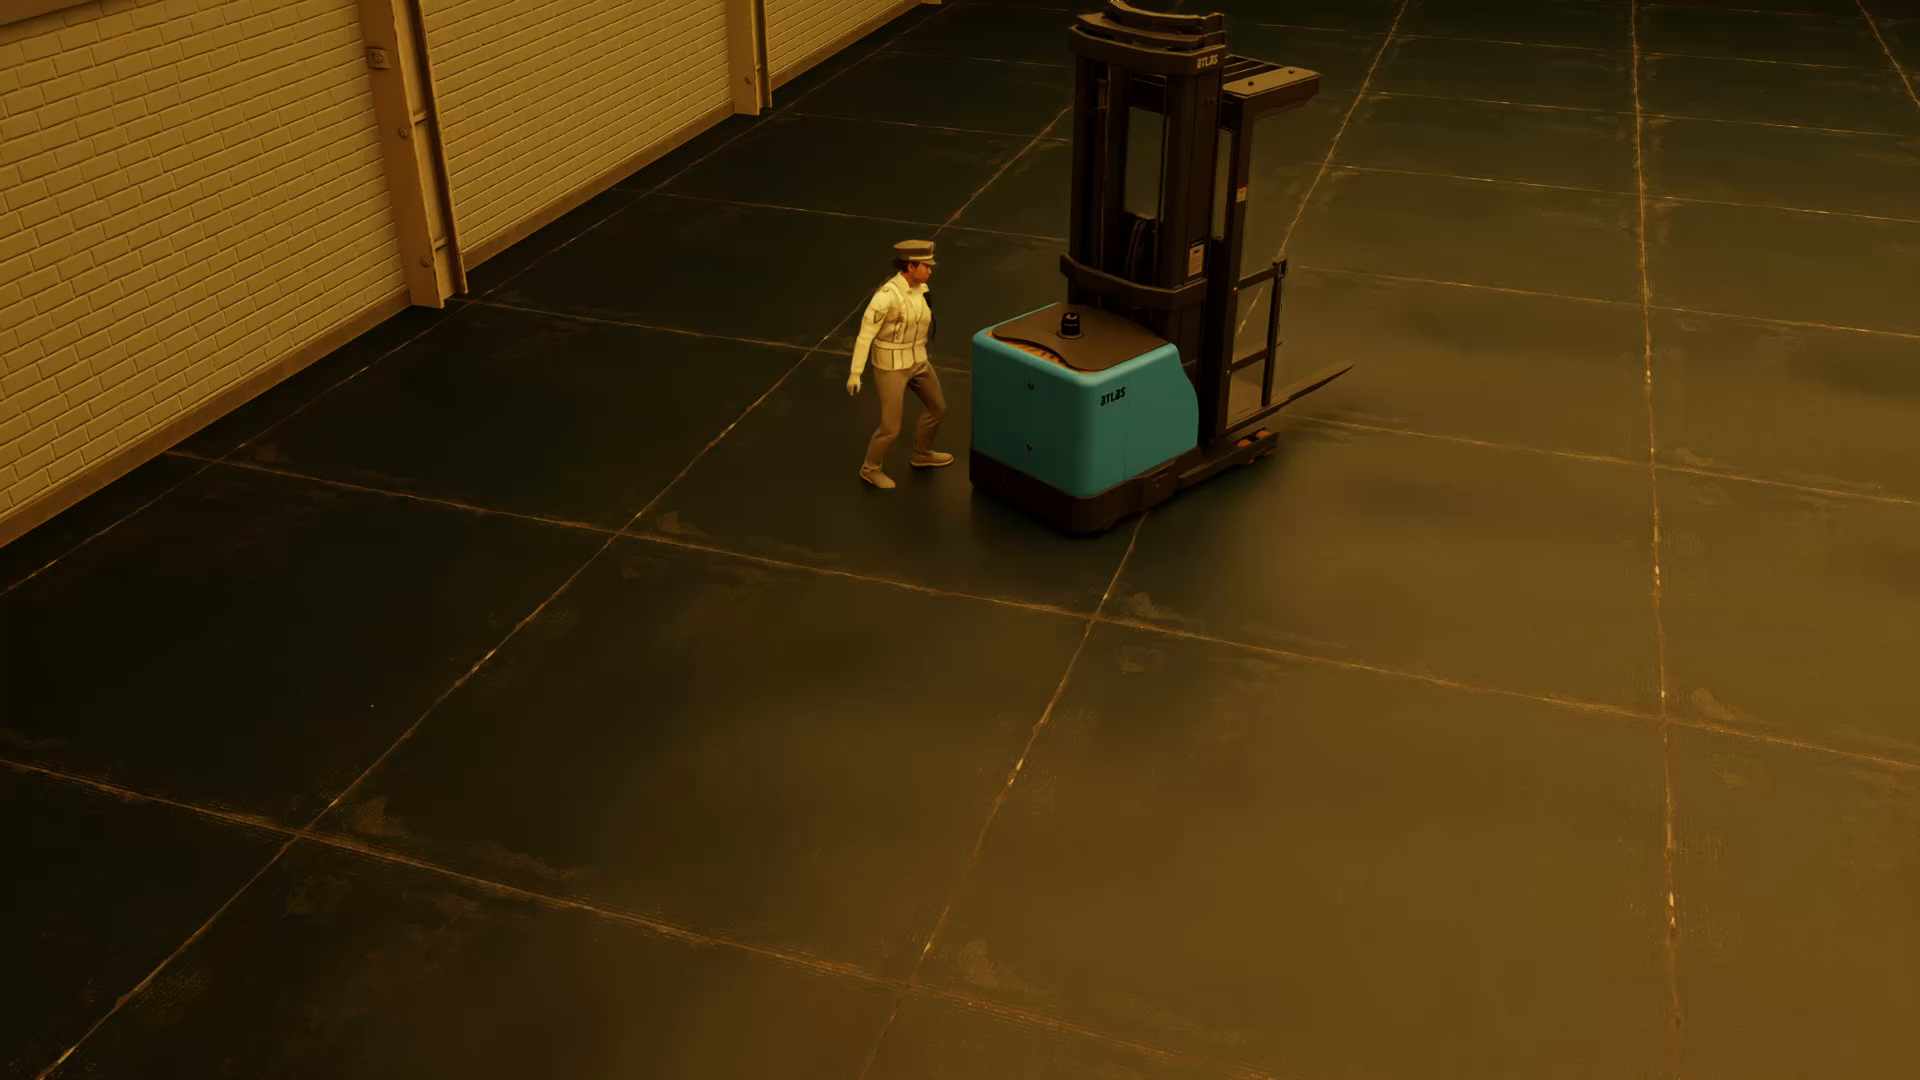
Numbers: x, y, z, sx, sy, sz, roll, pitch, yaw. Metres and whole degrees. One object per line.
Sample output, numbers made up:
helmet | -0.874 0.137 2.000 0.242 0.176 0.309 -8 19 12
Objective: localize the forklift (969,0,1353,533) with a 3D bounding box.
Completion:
forklift | 1.475 -1.935 10.531 3.031 2.935 1.130 -25 38 -37

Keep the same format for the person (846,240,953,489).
person | -0.382 -1.090 10.416 0.422 1.644 0.810 24 38 36
